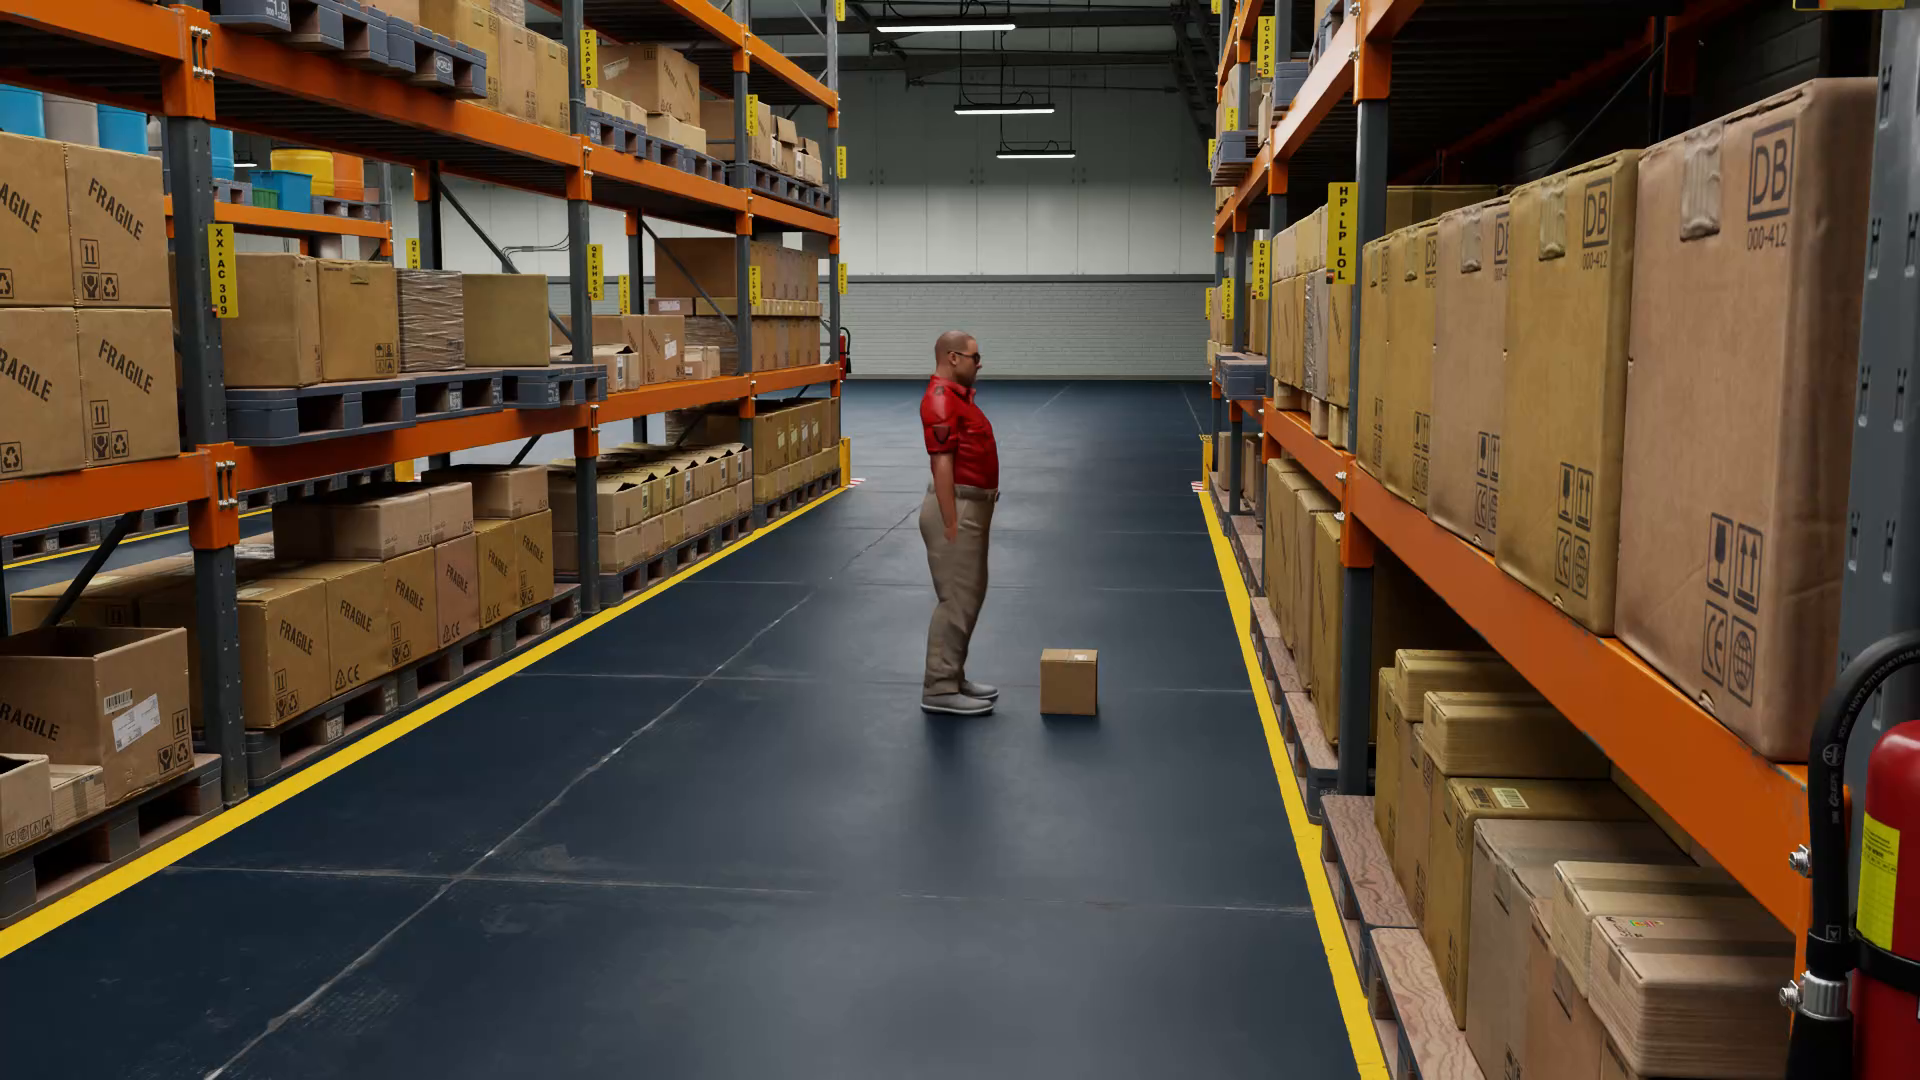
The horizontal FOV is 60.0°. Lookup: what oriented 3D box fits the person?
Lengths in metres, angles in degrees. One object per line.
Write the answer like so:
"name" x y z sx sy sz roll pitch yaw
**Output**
"person" 0.009 -0.091 7.576 0.360 1.722 0.528 1 8 8
